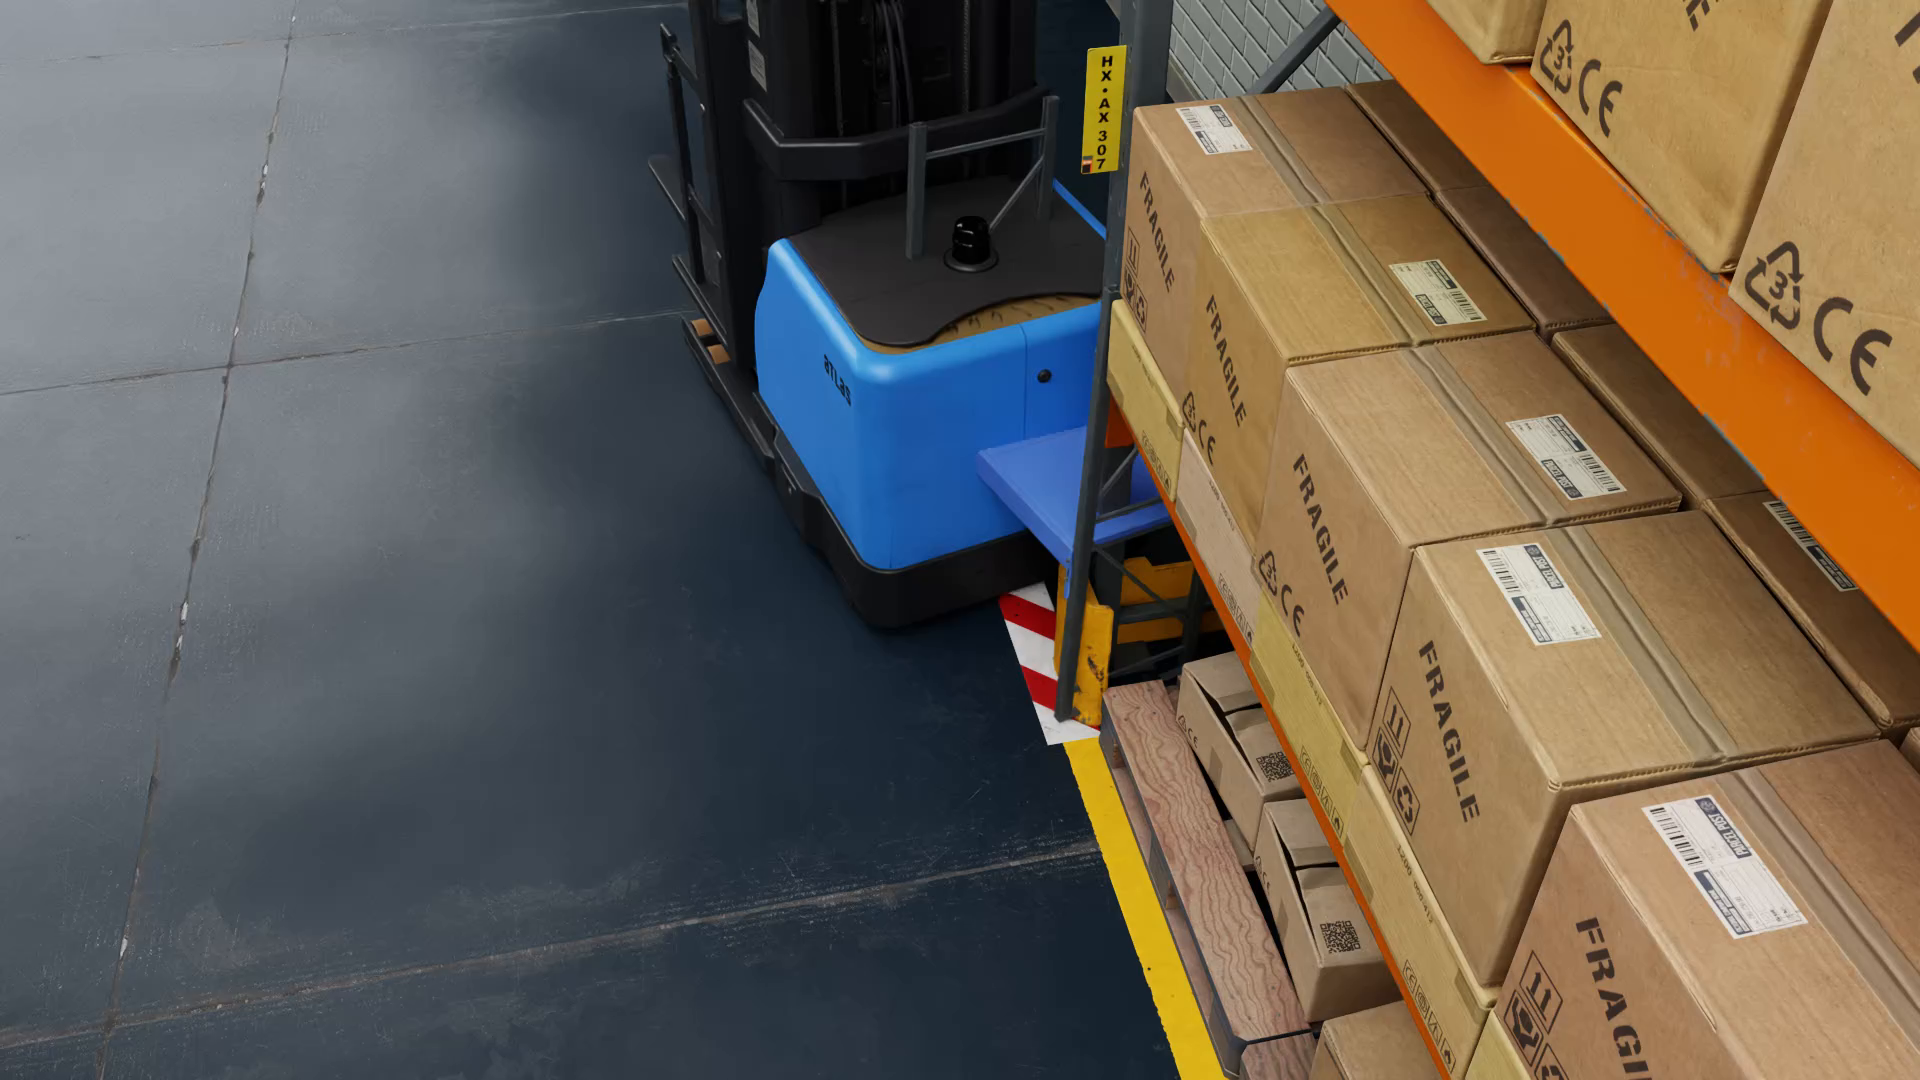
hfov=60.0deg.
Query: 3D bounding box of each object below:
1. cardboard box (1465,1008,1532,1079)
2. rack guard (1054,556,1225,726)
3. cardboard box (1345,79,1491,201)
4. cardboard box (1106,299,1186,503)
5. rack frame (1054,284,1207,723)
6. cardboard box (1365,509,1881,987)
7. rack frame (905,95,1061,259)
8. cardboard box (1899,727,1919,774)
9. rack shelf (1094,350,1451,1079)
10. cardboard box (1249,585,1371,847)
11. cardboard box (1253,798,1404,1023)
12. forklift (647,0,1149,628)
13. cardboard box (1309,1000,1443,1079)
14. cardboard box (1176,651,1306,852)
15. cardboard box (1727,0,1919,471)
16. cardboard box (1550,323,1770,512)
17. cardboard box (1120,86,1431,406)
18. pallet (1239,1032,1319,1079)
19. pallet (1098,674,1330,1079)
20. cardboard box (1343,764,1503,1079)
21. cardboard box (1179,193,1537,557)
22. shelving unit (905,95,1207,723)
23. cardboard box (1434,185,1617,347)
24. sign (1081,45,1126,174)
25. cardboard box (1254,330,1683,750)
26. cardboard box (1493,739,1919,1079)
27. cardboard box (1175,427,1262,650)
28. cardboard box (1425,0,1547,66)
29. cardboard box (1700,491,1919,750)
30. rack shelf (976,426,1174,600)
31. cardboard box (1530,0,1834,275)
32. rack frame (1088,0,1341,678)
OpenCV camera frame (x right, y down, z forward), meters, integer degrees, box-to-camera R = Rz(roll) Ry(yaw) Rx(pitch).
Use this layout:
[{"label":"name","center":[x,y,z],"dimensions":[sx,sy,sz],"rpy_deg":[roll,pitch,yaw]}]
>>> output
[{"label":"cardboard box","center":[1.120,0.944,2.525],"dimensions":[0.500,0.250,0.500],"rpy_deg":[-9,42,-10]},{"label":"rack guard","center":[0.894,0.198,5.150],"dimensions":[1.175,0.500,0.348],"rpy_deg":[-8,42,-9]},{"label":"cardboard box","center":[1.187,-0.743,3.860],"dimensions":[0.500,0.500,0.500],"rpy_deg":[-9,42,-10]},{"label":"cardboard box","center":[0.673,-0.375,4.011],"dimensions":[0.500,0.250,0.500],"rpy_deg":[-9,42,-11]},{"label":"rack frame","center":[0.545,-0.105,4.691],"dimensions":[0.500,1.500,0.032],"rpy_deg":[-18,44,-24]},{"label":"cardboard box","center":[1.013,0.325,2.657],"dimensions":[0.500,0.500,0.500],"rpy_deg":[-7,42,-8]},{"label":"rack frame","center":[0.043,-0.680,5.363],"dimensions":[0.500,1.500,0.032],"rpy_deg":[-18,44,-24]},{"label":"cardboard box","center":[1.634,0.581,2.369],"dimensions":[0.500,0.500,0.500],"rpy_deg":[-7,42,-8]},{"label":"rack shelf","center":[1.310,0.780,3.154],"dimensions":[1.077,0.370,4.000],"rpy_deg":[-8,42,-9]},{"label":"cardboard box","center":[0.903,0.290,3.262],"dimensions":[0.500,0.250,0.500],"rpy_deg":[-9,42,-10]},{"label":"cardboard box","center":[1.062,0.886,4.186],"dimensions":[0.500,0.311,0.500],"rpy_deg":[-5,42,-6]},{"label":"forklift","center":[-0.434,-1.796,5.566],"dimensions":[1.130,2.935,3.031],"rpy_deg":[-17,44,-18]},{"label":"cardboard box","center":[1.172,1.298,3.580],"dimensions":[0.700,0.500,0.500],"rpy_deg":[-11,43,-12]},{"label":"cardboard box","center":[0.939,0.517,4.603],"dimensions":[0.500,0.311,0.500],"rpy_deg":[-13,43,-14]},{"label":"cardboard box","center":[1.138,-0.335,1.518],"dimensions":[0.500,0.500,0.500],"rpy_deg":[-10,43,-11]},{"label":"cardboard box","center":[1.402,-0.080,3.114],"dimensions":[0.500,0.500,0.500],"rpy_deg":[-9,42,-10]},{"label":"cardboard box","center":[0.687,-0.665,3.773],"dimensions":[0.500,0.500,0.500],"rpy_deg":[-8,42,-9]},{"label":"pallet","center":[1.295,1.627,3.758],"dimensions":[1.003,0.211,1.213],"rpy_deg":[-8,42,-9]},{"label":"pallet","center":[1.035,0.838,4.647],"dimensions":[1.003,0.211,1.213],"rpy_deg":[-8,42,-9]},{"label":"cardboard box","center":[1.010,0.618,2.892],"dimensions":[0.500,0.250,0.500],"rpy_deg":[-8,42,-9]},{"label":"cardboard box","center":[0.784,-0.343,3.410],"dimensions":[0.500,0.500,0.500],"rpy_deg":[-8,42,-9]},{"label":"shelving unit","center":[0.294,-0.392,5.027],"dimensions":[0.538,1.500,1.048],"rpy_deg":[-18,44,-24]},{"label":"cardboard box","center":[1.286,-0.415,3.491],"dimensions":[0.500,0.500,0.500],"rpy_deg":[-8,42,-9]},{"label":"sign","center":[0.348,-1.032,4.001],"dimensions":[0.100,0.325,0.005],"rpy_deg":[-8,42,-9]},{"label":"cardboard box","center":[0.890,-0.008,3.032],"dimensions":[0.500,0.500,0.500],"rpy_deg":[-10,42,-11]},{"label":"cardboard box","center":[1.126,0.662,2.277],"dimensions":[0.500,0.500,0.500],"rpy_deg":[-9,42,-11]},{"label":"cardboard box","center":[0.799,-0.041,3.634],"dimensions":[0.500,0.250,0.500],"rpy_deg":[-10,42,-11]},{"label":"cardboard box","center":[0.903,-1.011,2.279],"dimensions":[0.500,0.500,0.500],"rpy_deg":[-7,42,-7]},{"label":"cardboard box","center":[1.511,0.246,2.746],"dimensions":[0.500,0.500,0.500],"rpy_deg":[-8,42,-9]},{"label":"rack shelf","center":[0.286,-0.253,5.140],"dimensions":[0.538,0.185,1.000],"rpy_deg":[-18,44,-24]},{"label":"cardboard box","center":[1.039,-0.666,1.891],"dimensions":[0.500,0.500,0.500],"rpy_deg":[-6,42,-7]},{"label":"rack frame","center":[0.878,-0.786,4.376],"dimensions":[1.000,3.000,0.127],"rpy_deg":[-8,42,-9]}]
